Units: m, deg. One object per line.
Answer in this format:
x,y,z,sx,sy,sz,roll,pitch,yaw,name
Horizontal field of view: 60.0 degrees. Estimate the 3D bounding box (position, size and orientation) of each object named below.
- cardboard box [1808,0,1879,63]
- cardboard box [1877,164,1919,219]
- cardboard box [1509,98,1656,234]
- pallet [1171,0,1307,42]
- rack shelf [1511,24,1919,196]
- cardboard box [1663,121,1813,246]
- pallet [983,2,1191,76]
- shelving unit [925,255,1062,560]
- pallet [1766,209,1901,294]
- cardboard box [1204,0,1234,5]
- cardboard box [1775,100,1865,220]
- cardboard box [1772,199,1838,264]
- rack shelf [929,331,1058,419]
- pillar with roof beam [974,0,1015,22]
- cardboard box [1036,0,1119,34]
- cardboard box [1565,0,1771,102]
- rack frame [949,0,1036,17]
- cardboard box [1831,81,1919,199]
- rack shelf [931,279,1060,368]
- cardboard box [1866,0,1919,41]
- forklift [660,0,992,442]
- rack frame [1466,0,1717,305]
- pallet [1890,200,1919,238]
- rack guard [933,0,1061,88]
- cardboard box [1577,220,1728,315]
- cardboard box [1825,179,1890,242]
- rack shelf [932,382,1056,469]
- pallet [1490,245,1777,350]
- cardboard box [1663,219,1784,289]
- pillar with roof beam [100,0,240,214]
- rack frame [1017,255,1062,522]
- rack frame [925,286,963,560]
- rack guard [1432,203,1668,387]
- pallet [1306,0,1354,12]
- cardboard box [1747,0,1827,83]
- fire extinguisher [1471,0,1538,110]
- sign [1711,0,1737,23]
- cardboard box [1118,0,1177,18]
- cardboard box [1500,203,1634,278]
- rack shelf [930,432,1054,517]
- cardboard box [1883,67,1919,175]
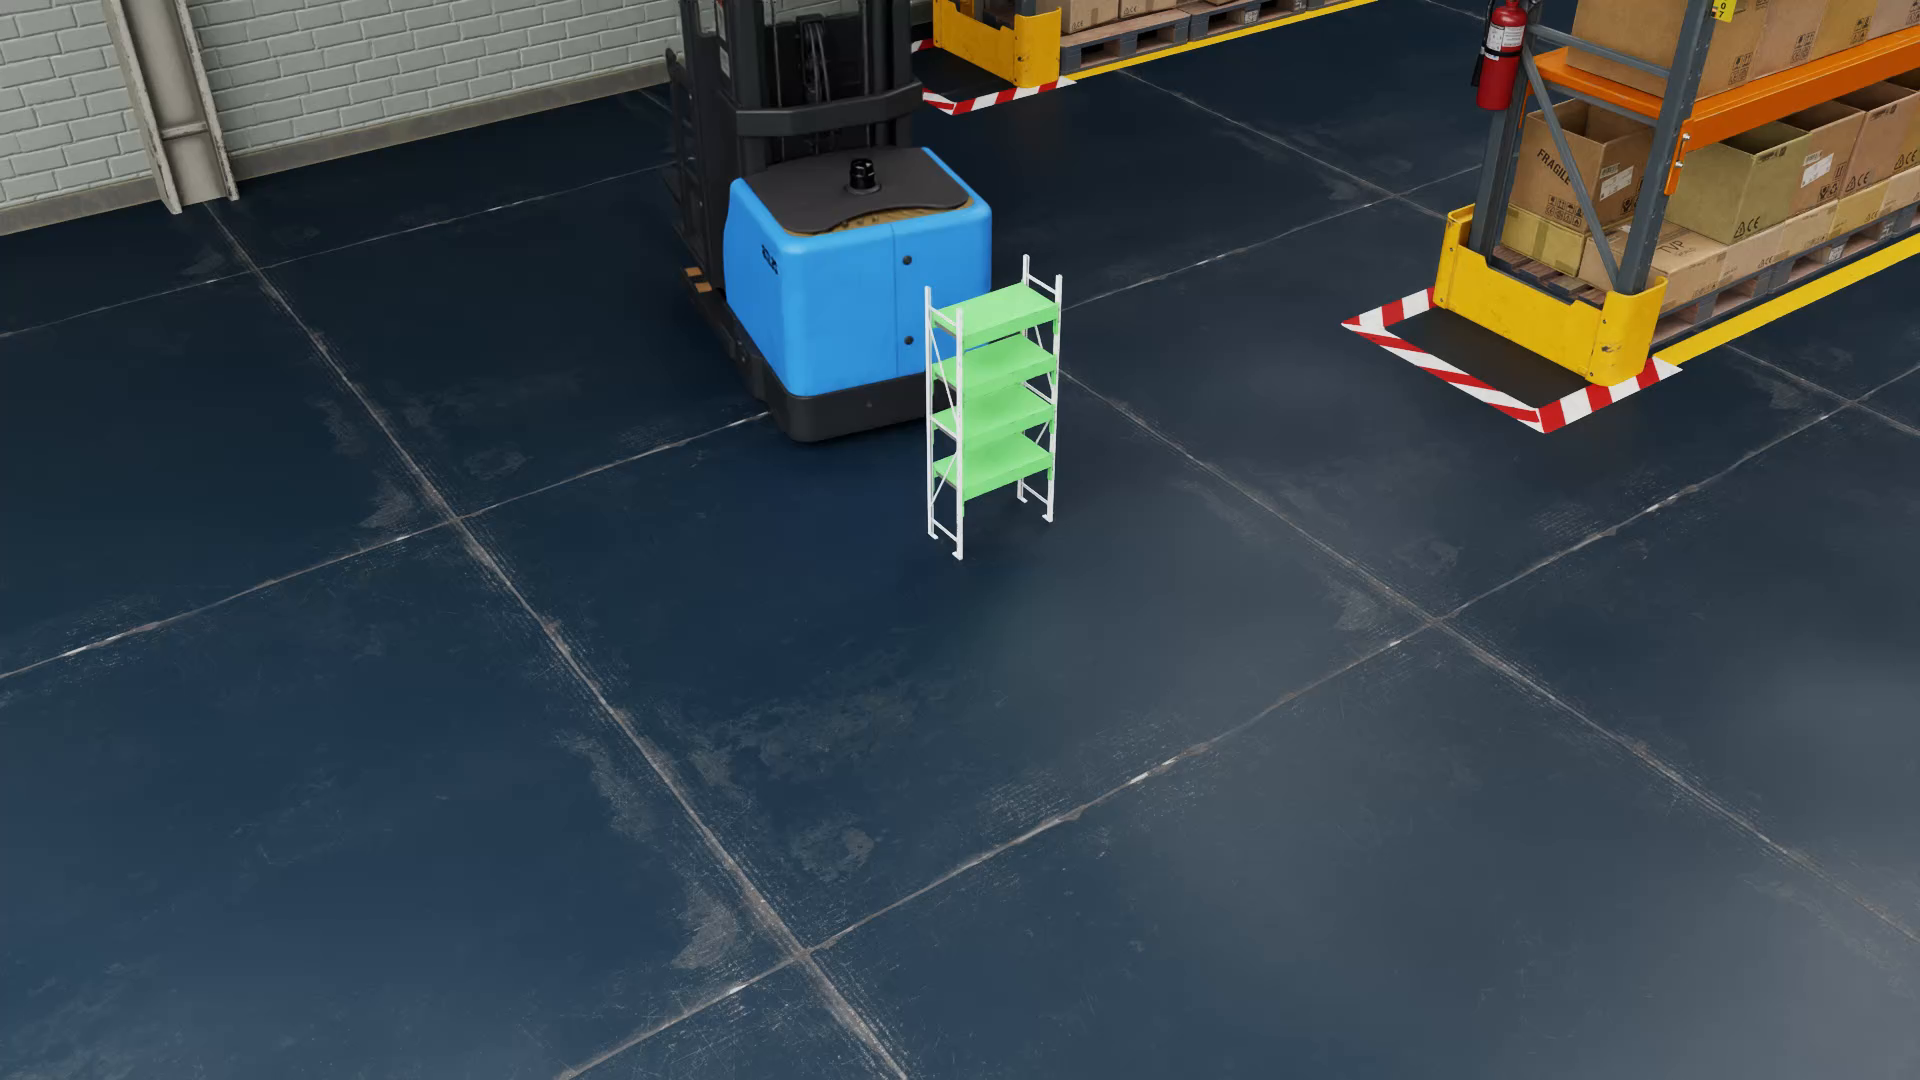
4.270,-2.849,8.557,0.500,0.500,0.700,-22,41,-28,cardboard box
5.247,-2.115,9.617,0.500,0.250,0.500,-22,41,-28,cardboard box
3.312,-1.996,8.809,0.500,0.500,0.500,-22,41,-28,cardboard box
1.932,-4.235,12.958,1.213,0.211,1.003,-22,41,-28,pallet
4.680,-2.695,9.044,4.000,0.370,1.077,-22,41,-28,rack shelf
4.020,-1.916,8.699,0.500,0.500,0.500,-22,41,-28,cardboard box
0.935,-3.827,12.391,1.213,0.211,1.003,-22,41,-28,pallet
0.135,-0.543,6.977,0.503,1.200,0.258,-22,41,-28,shelving unit
4.643,-1.868,9.666,1.213,0.211,1.003,-22,41,-28,pallet
1.901,-4.446,12.626,0.500,0.500,0.700,-25,43,-31,cardboard box
4.421,-2.091,8.941,0.500,0.500,0.500,-22,41,-28,cardboard box
4.427,-1.781,9.152,0.500,0.250,0.500,-22,41,-28,cardboard box
0.135,-0.686,6.874,0.480,0.148,0.258,-22,41,-28,rack shelf
2.743,-5.707,7.478,0.400,9.000,9.100,-22,41,-28,pillar with roof beam
0.806,-3.954,12.105,0.500,0.311,0.500,-28,44,-33,cardboard box
3.434,-2.506,8.080,0.500,0.500,0.700,-22,41,-28,cardboard box
0.189,-4.677,11.185,0.127,3.000,1.000,-22,41,-28,rack frame
4.840,-2.251,9.163,0.500,0.500,0.500,-22,41,-28,cardboard box
0.135,-0.881,6.734,0.480,0.148,0.258,-22,41,-28,rack shelf
4.698,-3.028,8.806,0.500,0.500,0.700,-21,41,-27,cardboard box
-0.887,-2.501,8.217,1.130,2.935,3.031,-14,38,-19,forklift
3.045,-2.314,7.899,0.127,3.000,1.000,-22,41,-28,rack frame
5.641,-2.280,10.240,1.213,0.211,1.003,-22,41,-28,pallet
0.251,-3.688,11.950,0.348,0.500,1.175,-22,41,-28,rack guard
3.612,-1.443,8.682,0.500,0.250,0.500,-22,41,-28,cardboard box
4.839,-1.947,9.383,0.500,0.250,0.500,-22,41,-28,cardboard box
0.135,-0.491,7.014,0.480,0.148,0.258,-22,41,-28,rack shelf
3.646,-1.460,9.099,1.213,0.211,1.003,-22,41,-28,pallet
4.019,-1.613,8.919,0.500,0.250,0.500,-22,41,-28,cardboard box
-2.162,-3.688,4.671,0.400,9.000,9.100,-22,41,-28,pillar with roof beam
0.335,-0.625,7.091,0.015,1.200,0.240,-22,41,-28,rack frame
-0.064,-0.461,6.863,0.015,1.200,0.240,-22,41,-28,rack frame
3.026,-1.292,8.618,0.348,0.500,1.175,-22,41,-28,rack guard
2.930,-4.648,13.532,1.213,0.211,1.003,-22,41,-28,pallet
3.861,-2.685,8.329,0.500,0.500,0.700,-21,41,-27,cardboard box
2.681,-2.465,8.175,0.183,0.674,0.296,-22,41,-28,fire extinguisher
3.360,-2.431,7.252,0.005,0.325,0.100,-22,41,-28,sign
1.272,-4.146,12.372,0.500,0.311,0.500,-19,40,-24,cardboard box
3.314,-1.690,9.026,0.500,0.250,0.500,-22,41,-28,cardboard box
0.135,-0.296,7.155,0.480,0.148,0.258,-22,41,-28,rack shelf
5.240,-2.426,9.407,0.500,0.500,0.500,-22,41,-28,cardboard box
